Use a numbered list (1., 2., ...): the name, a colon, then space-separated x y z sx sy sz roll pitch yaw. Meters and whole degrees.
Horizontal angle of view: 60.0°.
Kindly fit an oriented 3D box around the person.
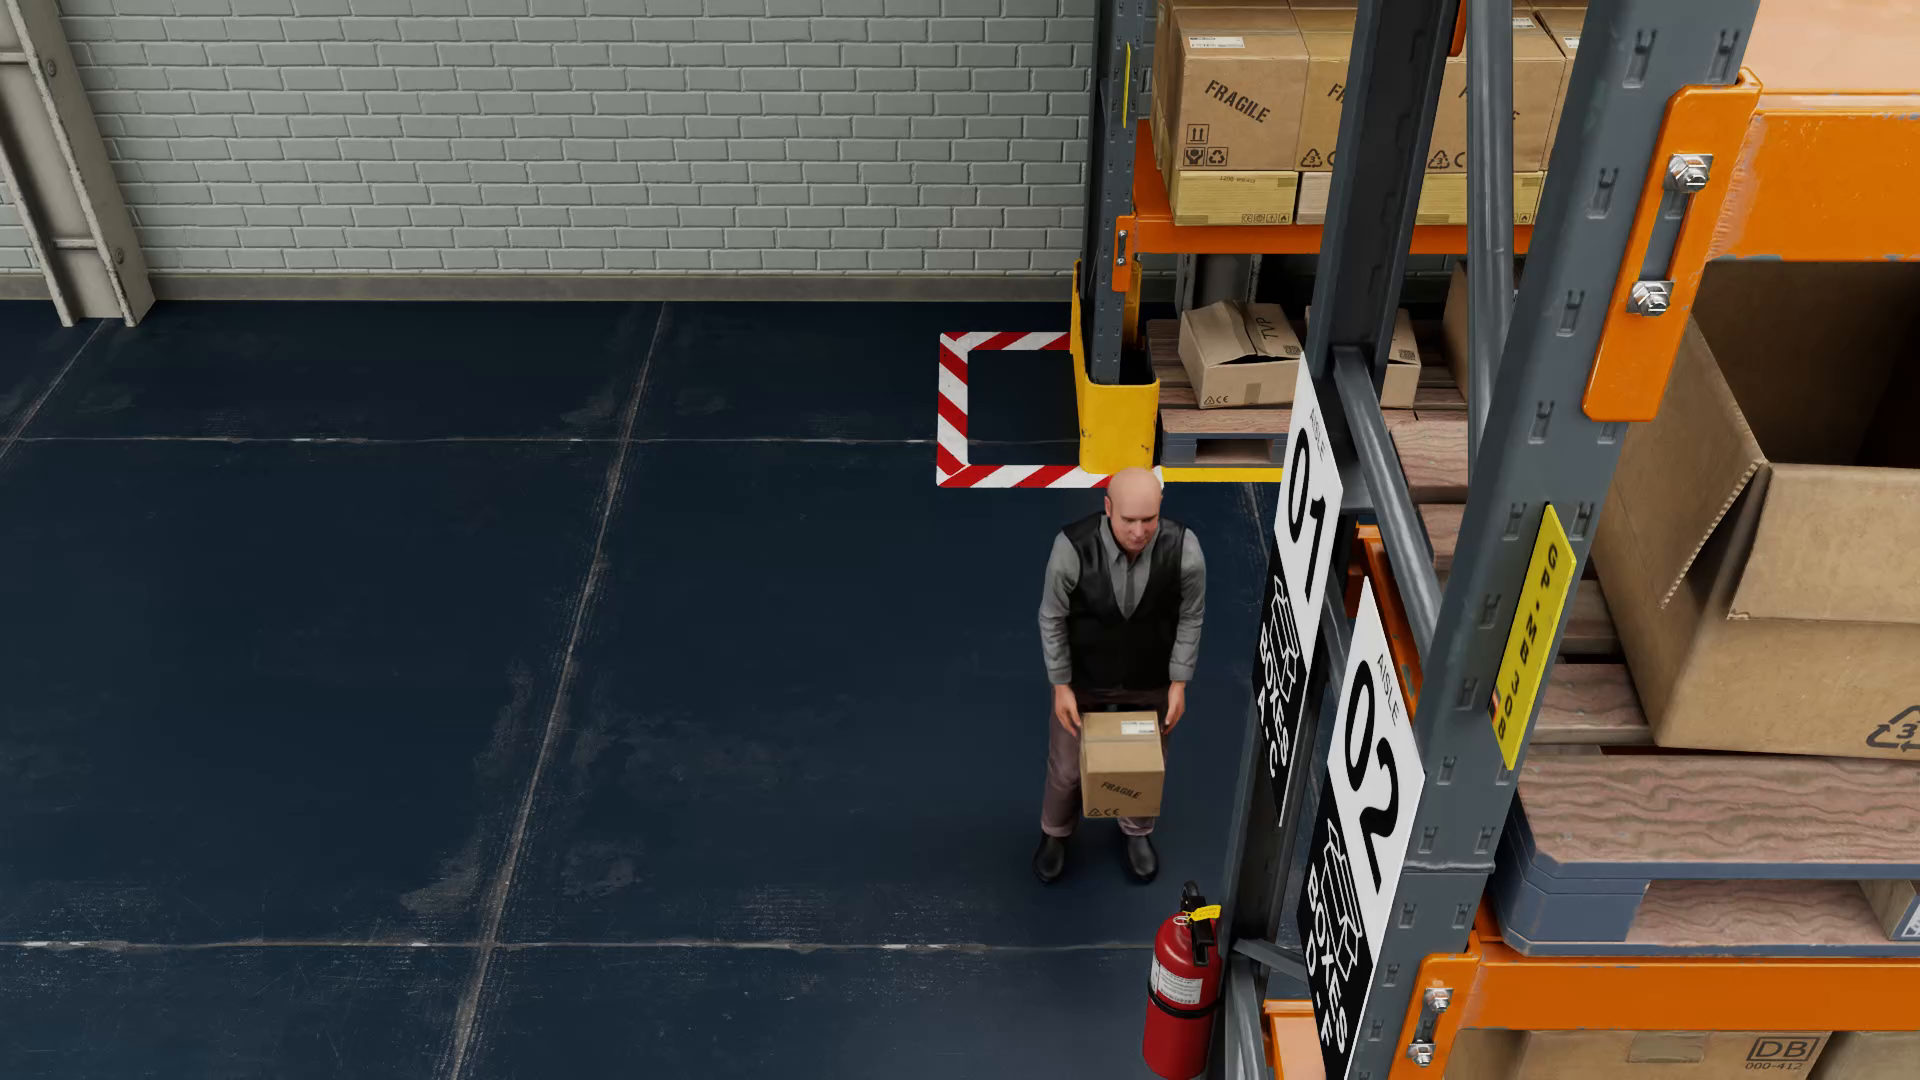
1. person: 0.530 0.459 5.609 0.551 1.727 0.446 -1 39 -1
